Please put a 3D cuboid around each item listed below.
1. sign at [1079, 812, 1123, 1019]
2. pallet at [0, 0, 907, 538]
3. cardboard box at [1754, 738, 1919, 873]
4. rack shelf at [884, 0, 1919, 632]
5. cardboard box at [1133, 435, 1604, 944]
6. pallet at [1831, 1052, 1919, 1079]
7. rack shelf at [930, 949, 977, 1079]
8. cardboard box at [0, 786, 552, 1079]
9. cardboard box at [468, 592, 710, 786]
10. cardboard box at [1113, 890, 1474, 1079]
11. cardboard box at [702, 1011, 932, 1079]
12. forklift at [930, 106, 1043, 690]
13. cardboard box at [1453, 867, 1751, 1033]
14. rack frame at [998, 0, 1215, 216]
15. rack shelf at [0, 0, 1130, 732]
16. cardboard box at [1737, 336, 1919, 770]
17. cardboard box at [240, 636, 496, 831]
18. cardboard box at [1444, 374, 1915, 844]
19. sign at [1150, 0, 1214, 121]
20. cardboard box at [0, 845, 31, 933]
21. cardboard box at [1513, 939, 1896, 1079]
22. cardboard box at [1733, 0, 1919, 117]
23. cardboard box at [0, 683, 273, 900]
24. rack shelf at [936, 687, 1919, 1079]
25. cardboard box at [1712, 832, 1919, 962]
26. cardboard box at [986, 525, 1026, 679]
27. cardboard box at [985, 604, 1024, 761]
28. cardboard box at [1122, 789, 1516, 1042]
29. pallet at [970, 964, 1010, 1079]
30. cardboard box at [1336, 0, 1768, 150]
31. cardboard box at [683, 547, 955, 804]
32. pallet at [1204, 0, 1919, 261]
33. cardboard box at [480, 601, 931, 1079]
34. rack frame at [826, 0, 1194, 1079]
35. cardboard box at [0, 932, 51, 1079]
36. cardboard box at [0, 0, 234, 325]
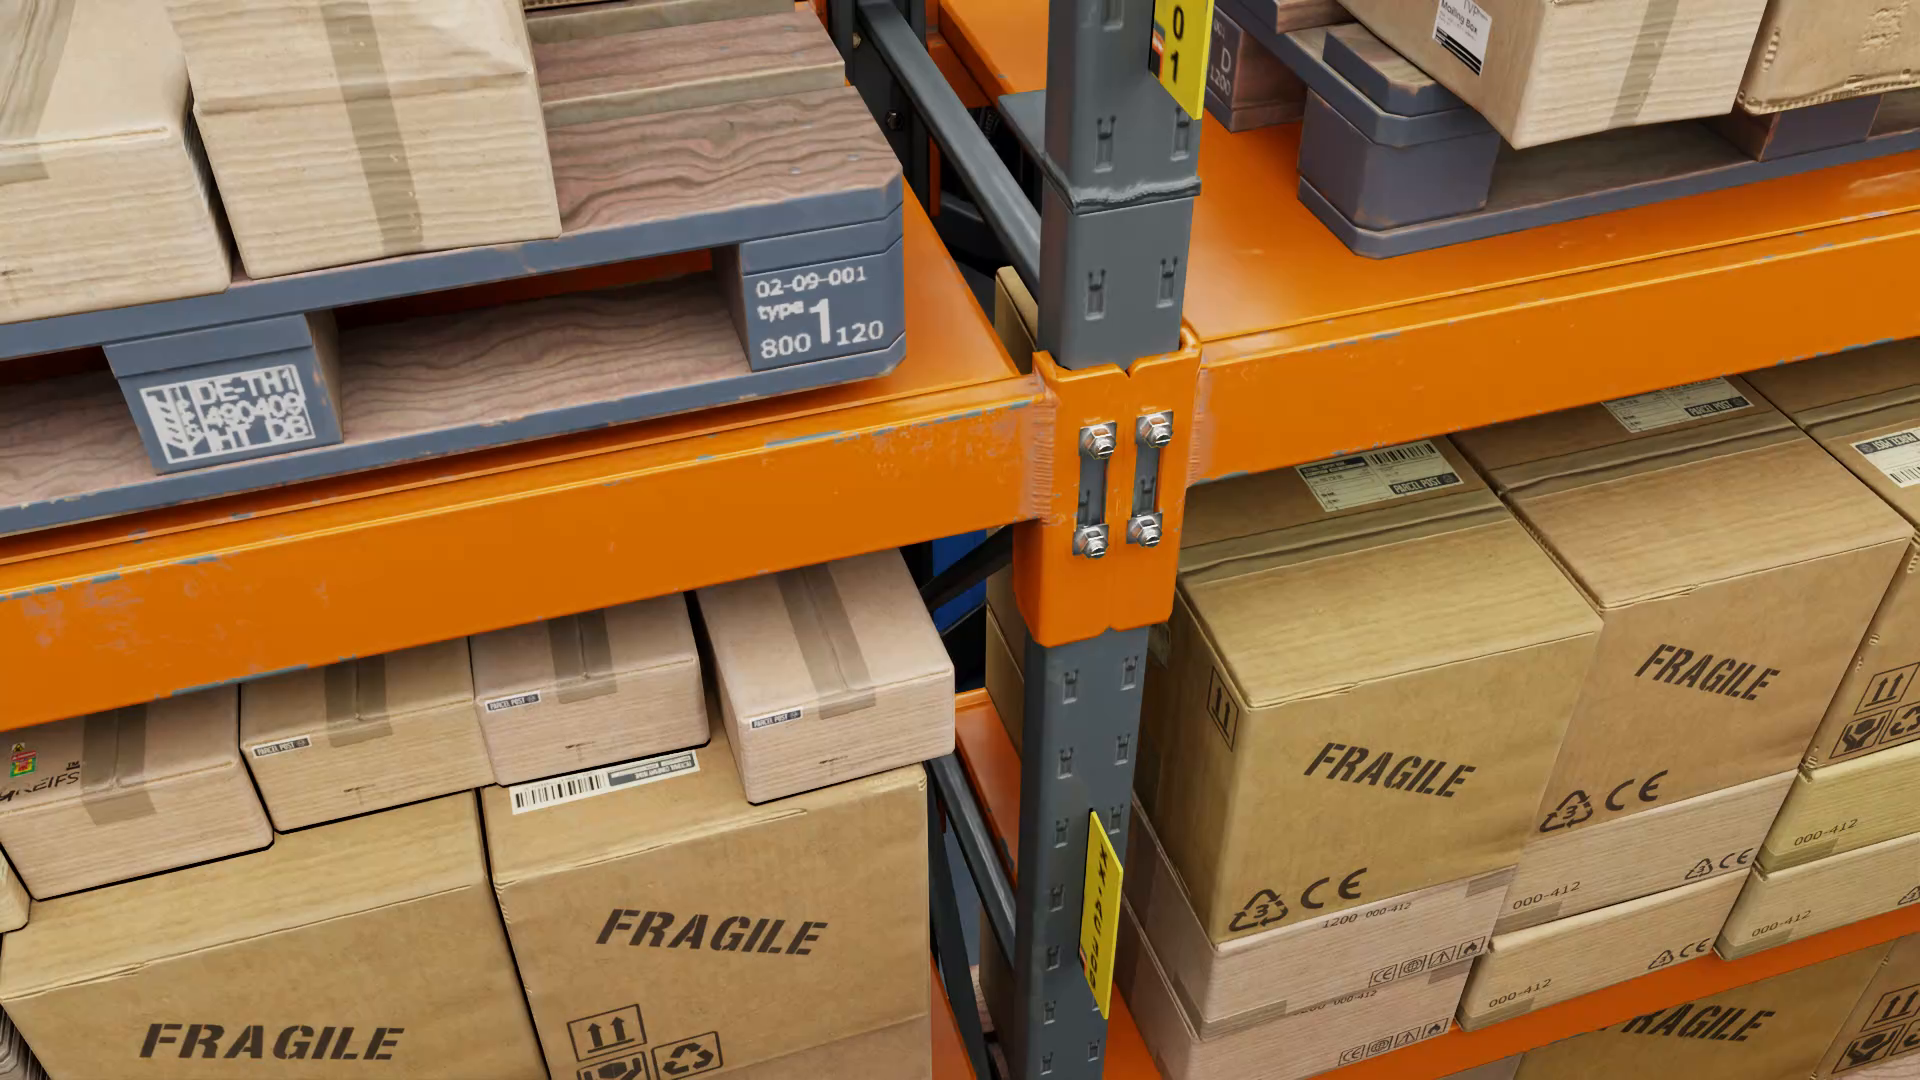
[{"bbox_3d":[0.183,0.497,2.183,0.005,0.325,0.100,-12,42,-13],"label":"sign"},{"bbox_3d":[-0.768,-0.436,1.757,1.213,0.211,1.003,-12,42,-13],"label":"pallet"},{"bbox_3d":[1.498,0.259,2.907,0.500,0.250,0.500,-11,42,-13],"label":"cardboard box"},{"bbox_3d":[1.923,-0.749,2.594,4.000,0.370,1.077,-12,42,-13],"label":"rack shelf"},{"bbox_3d":[0.521,0.184,2.423,0.500,0.500,0.500,-11,42,-13],"label":"cardboard box"},{"bbox_3d":[1.894,1.112,4.317,1.213,0.211,1.003,-12,42,-13],"label":"pallet"},{"bbox_3d":[-1.892,1.171,2.676,4.000,0.370,1.077,-12,42,-13],"label":"rack shelf"},{"bbox_3d":[-0.838,0.452,2.116,0.500,0.500,0.500,-12,43,-14],"label":"cardboard box"},{"bbox_3d":[-0.467,0.091,2.037,0.250,0.149,0.380,-11,42,-12],"label":"cardboard box"},{"bbox_3d":[0.514,0.640,2.851,0.500,0.250,0.500,-13,43,-14],"label":"cardboard box"},{"bbox_3d":[-0.350,0.719,2.571,0.500,0.500,0.500,-11,42,-13],"label":"cardboard box"},{"bbox_3d":[0.435,-1.450,5.182,1.130,2.935,3.031,31,50,30],"label":"forklift"},{"bbox_3d":[1.007,0.537,2.970,0.500,0.250,0.500,-13,43,-14],"label":"cardboard box"},{"bbox_3d":[0.015,-1.754,0.918,0.127,3.000,1.000,-12,42,-13],"label":"rack frame"},{"bbox_3d":[-1.892,0.042,1.690,4.000,0.370,1.077,-12,42,-13],"label":"rack shelf"},{"bbox_3d":[1.477,-0.031,2.670,0.500,0.500,0.500,-13,43,-14],"label":"cardboard box"},{"bbox_3d":[-0.708,0.134,1.988,0.250,0.149,0.380,-12,42,-13],"label":"cardboard box"},{"bbox_3d":[0.998,0.066,2.558,0.500,0.500,0.500,-12,43,-13],"label":"cardboard box"},{"bbox_3d":[0.183,-0.501,1.311,0.005,0.325,0.100,-12,42,-13],"label":"sign"},{"bbox_3d":[-1.172,0.268,1.835,0.250,0.149,0.380,-12,43,-13],"label":"cardboard box"},{"bbox_3d":[1.442,0.791,3.861,0.875,0.875,0.875,-11,42,-12],"label":"cardboard box"},{"bbox_3d":[0.943,-0.813,1.725,0.500,0.500,0.500,-12,43,-14],"label":"cardboard box"},{"bbox_3d":[-0.944,0.196,1.917,0.250,0.149,0.380,-12,43,-13],"label":"cardboard box"},{"bbox_3d":[1.923,0.381,3.581,4.000,0.370,1.077,-12,42,-13],"label":"rack shelf"},{"bbox_3d":[1.501,0.446,3.074,0.500,0.250,0.500,-12,43,-13],"label":"cardboard box"},{"bbox_3d":[0.363,0.133,3.051,0.500,0.250,0.500,-12,42,-13],"label":"cardboard box"},{"bbox_3d":[0.367,0.315,3.224,0.500,0.250,0.500,-13,43,-14],"label":"cardboard box"},{"bbox_3d":[0.520,0.463,2.674,0.500,0.250,0.500,-13,43,-14],"label":"cardboard box"},{"bbox_3d":[0.728,1.355,4.038,1.213,0.211,1.003,-12,42,-13],"label":"pallet"},{"bbox_3d":[0.598,-0.611,1.673,0.258,0.266,0.396,-12,43,-13],"label":"cardboard box"},{"bbox_3d":[-0.183,0.107,2.019,0.250,0.149,0.380,-13,43,-14],"label":"cardboard box"},{"bbox_3d":[0.875,-0.765,2.211,1.217,0.209,0.805,-13,43,-15],"label":"pallet"},{"bbox_3d":[-0.352,0.357,2.225,0.500,0.500,0.500,-12,43,-13],"label":"cardboard box"},{"bbox_3d":[0.015,0.505,2.892,0.127,3.000,1.000,-12,42,-13],"label":"rack frame"},{"bbox_3d":[-1.321,0.559,1.994,0.500,0.500,0.500,-11,42,-12],"label":"cardboard box"},{"bbox_3d":[-0.750,-0.347,1.383,0.250,0.149,0.380,-11,42,-12],"label":"cardboard box"}]
